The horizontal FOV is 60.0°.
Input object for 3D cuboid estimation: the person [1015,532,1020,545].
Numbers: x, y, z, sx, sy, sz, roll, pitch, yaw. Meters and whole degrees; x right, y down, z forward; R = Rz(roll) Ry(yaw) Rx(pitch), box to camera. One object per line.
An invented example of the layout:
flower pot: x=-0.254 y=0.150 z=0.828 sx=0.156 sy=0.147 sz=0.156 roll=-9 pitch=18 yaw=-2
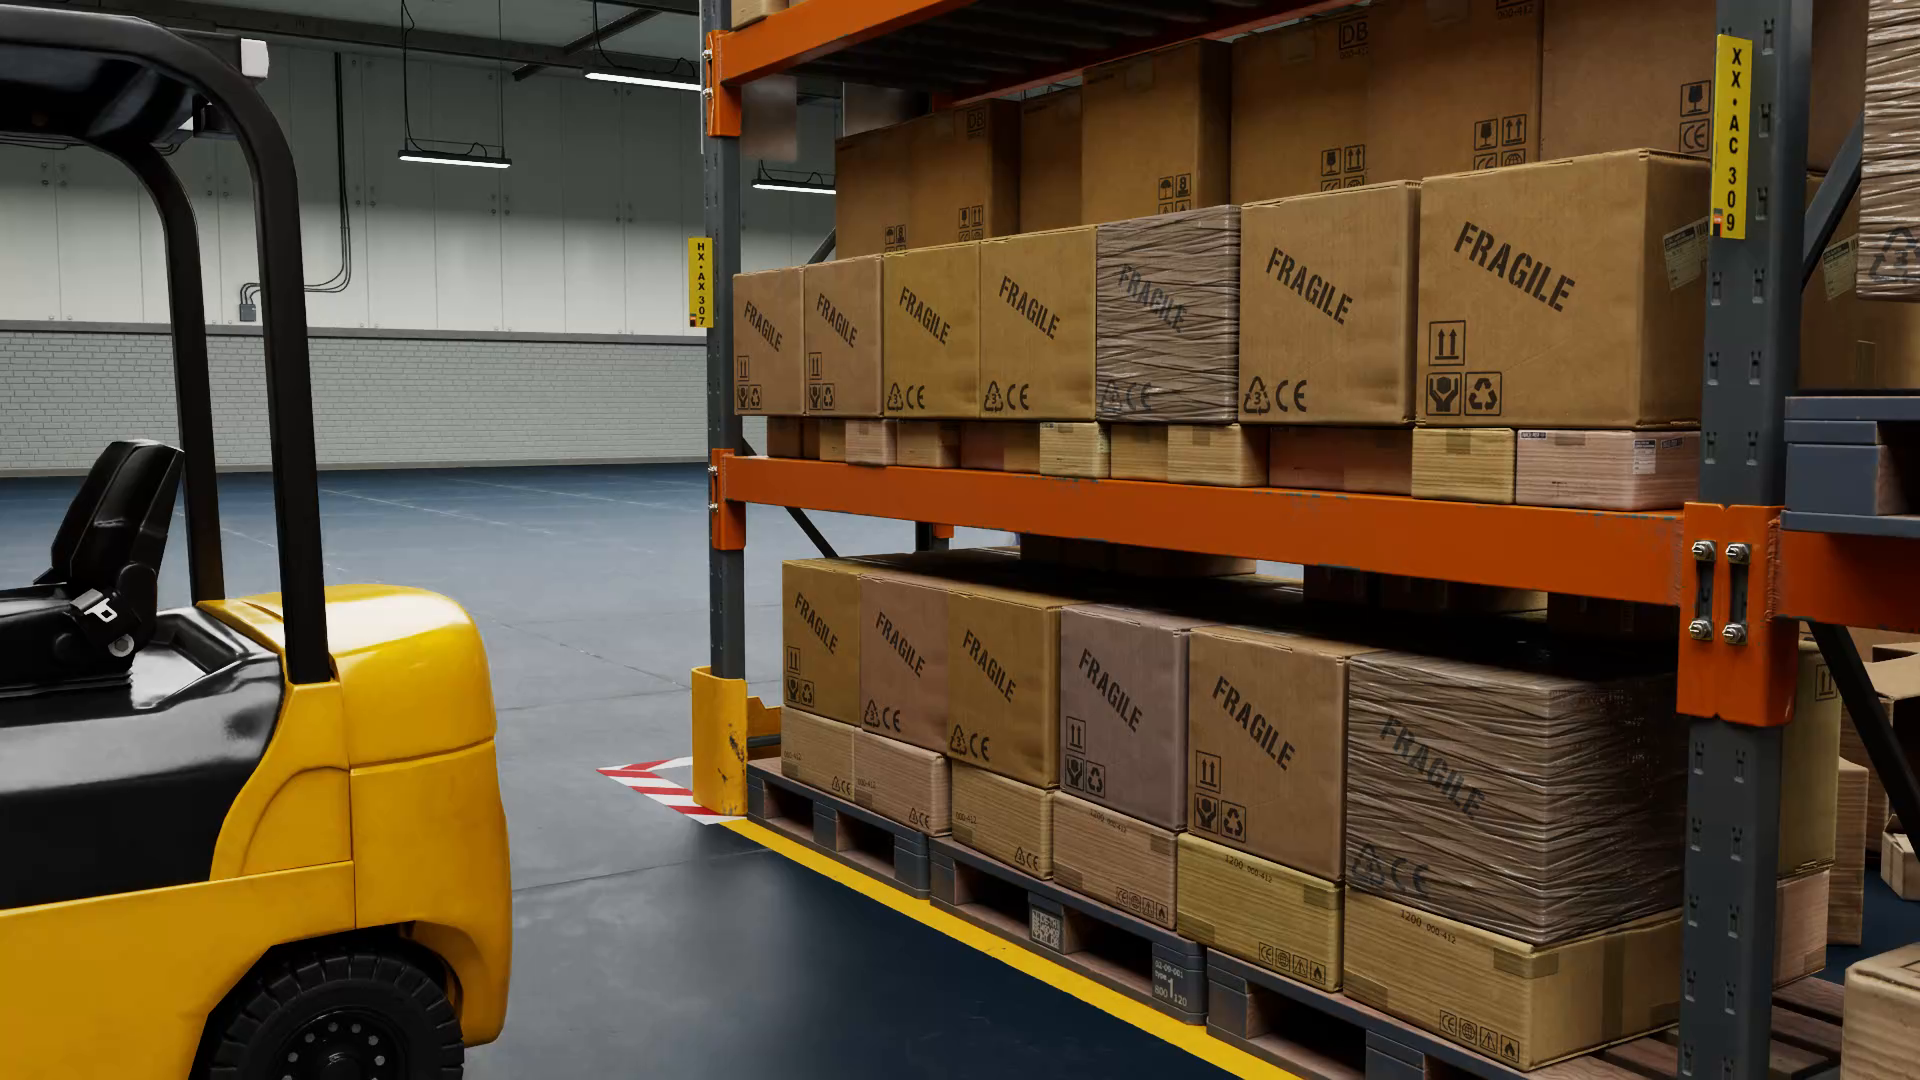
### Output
person: x=0.564 y=-0.049 z=8.902 sx=0.453 sy=1.625 sz=0.515 roll=-3 pitch=6 yaw=-33
